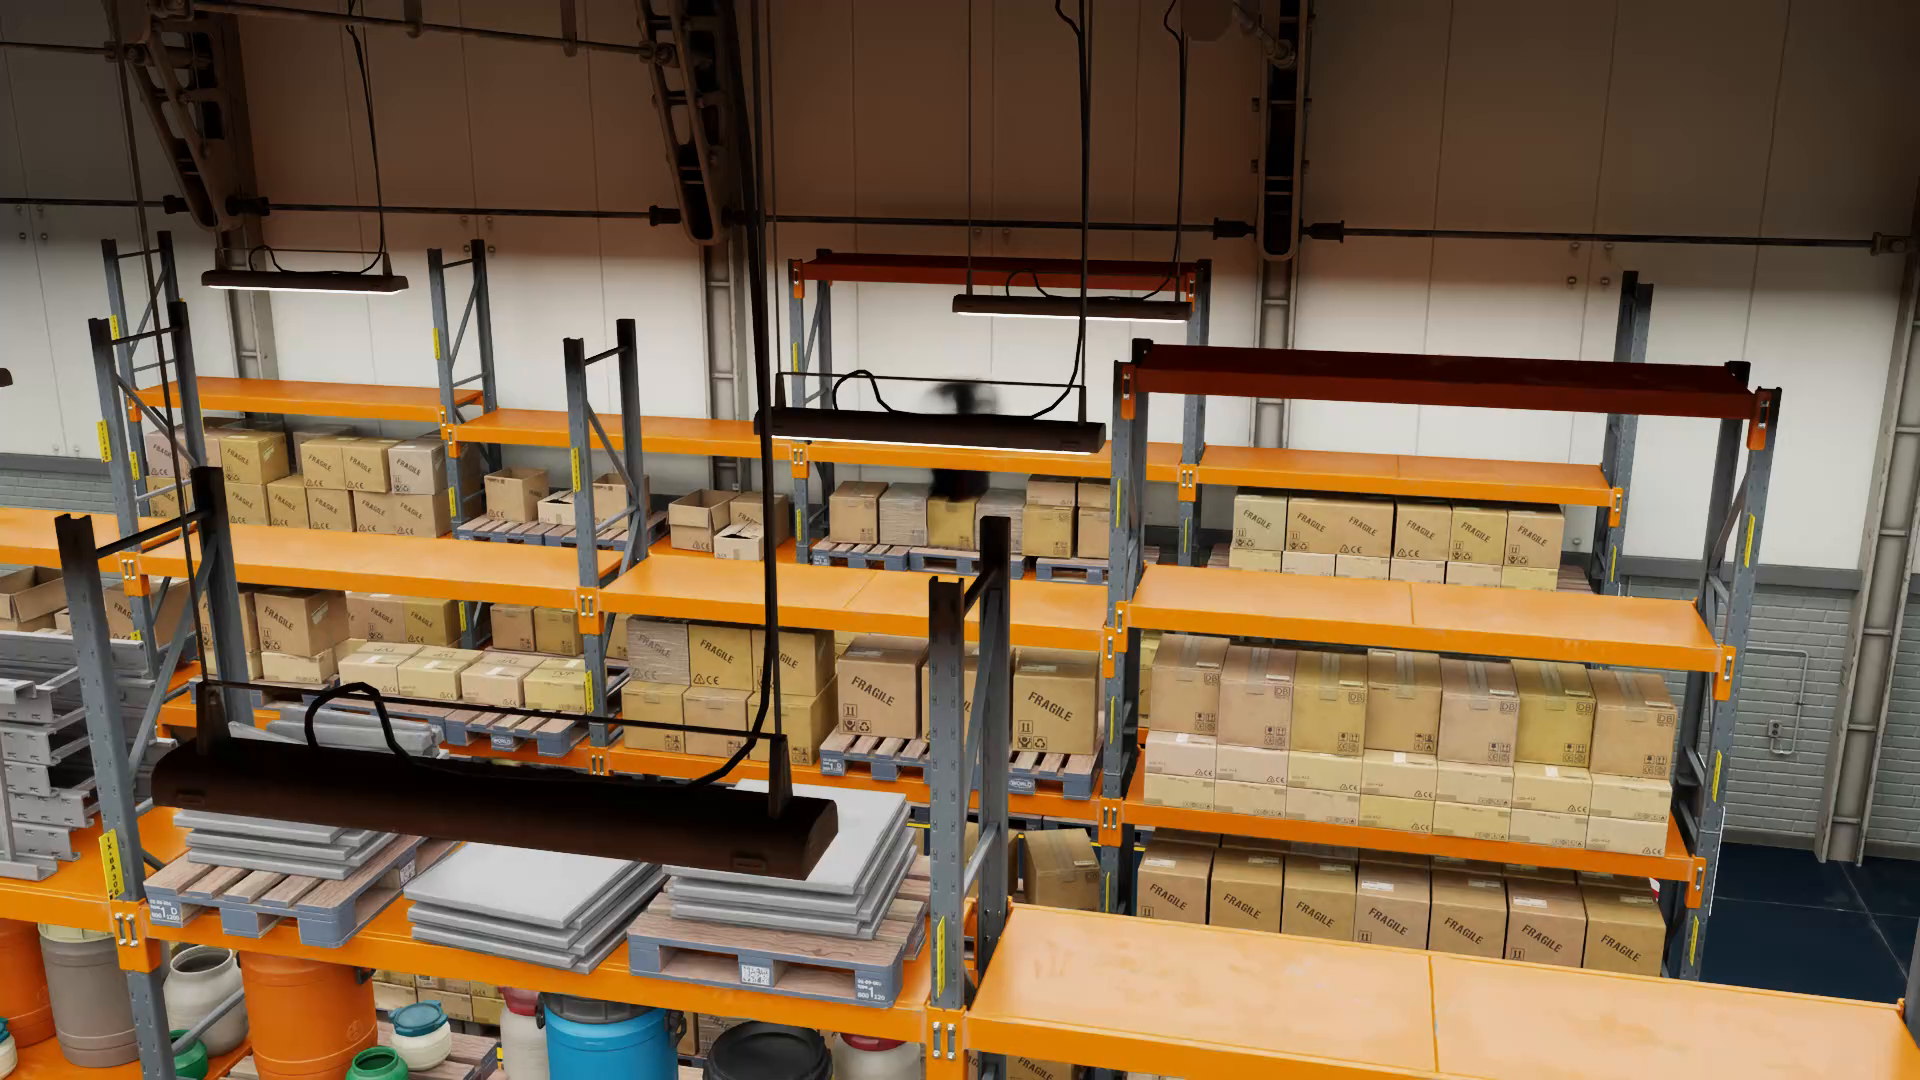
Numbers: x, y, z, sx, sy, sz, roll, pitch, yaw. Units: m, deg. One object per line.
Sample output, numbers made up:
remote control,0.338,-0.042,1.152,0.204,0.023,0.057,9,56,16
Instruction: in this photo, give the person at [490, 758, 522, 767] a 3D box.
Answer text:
person,-4.683,2.349,17.350,0.781,1.646,0.645,6,17,20
